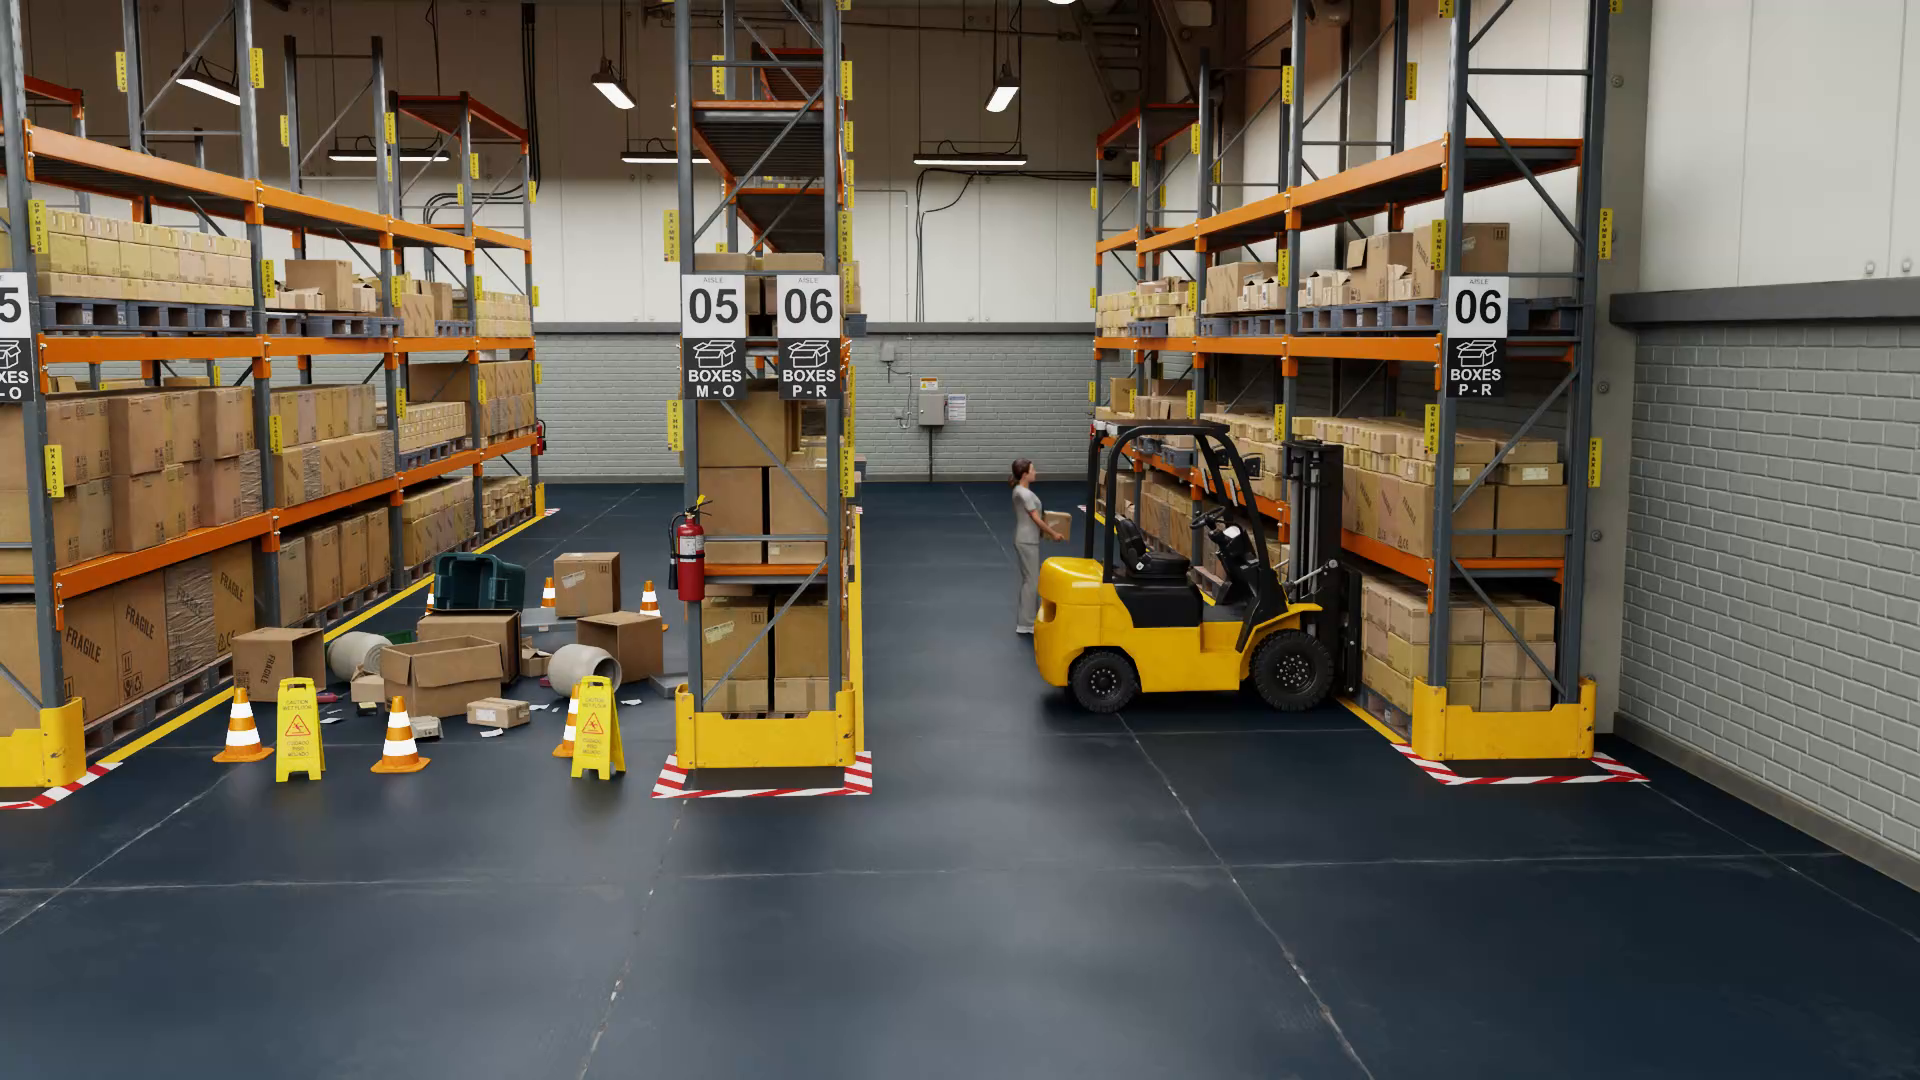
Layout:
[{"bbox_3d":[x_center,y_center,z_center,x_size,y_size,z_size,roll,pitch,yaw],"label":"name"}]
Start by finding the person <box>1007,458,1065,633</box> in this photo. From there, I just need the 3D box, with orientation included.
[{"bbox_3d":[0.723,0.050,15.904,0.531,1.664,0.437,0,7,-3],"label":"person"}]
